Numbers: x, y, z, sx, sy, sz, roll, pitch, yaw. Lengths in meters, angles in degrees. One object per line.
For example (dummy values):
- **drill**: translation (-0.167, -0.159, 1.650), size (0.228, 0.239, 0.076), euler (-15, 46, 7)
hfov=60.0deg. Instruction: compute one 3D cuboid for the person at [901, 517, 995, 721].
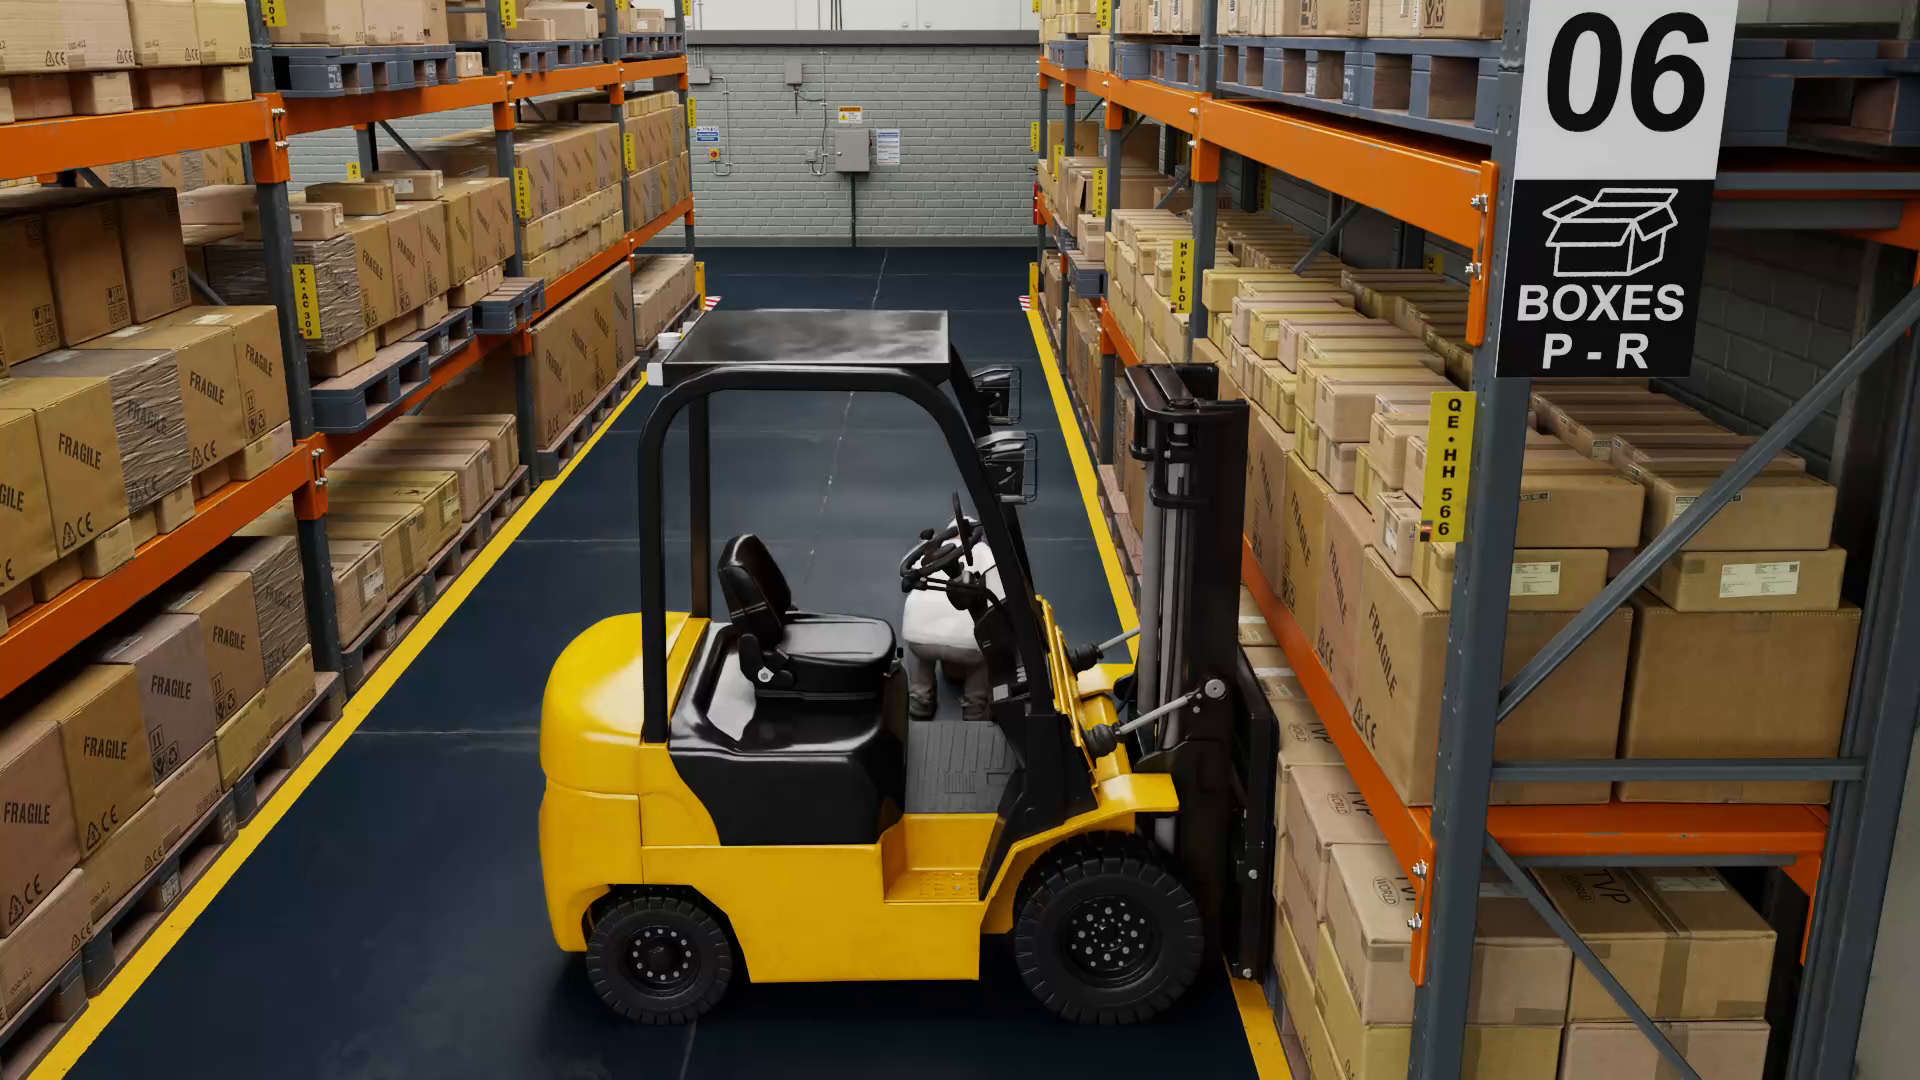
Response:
- **person**: translation (-0.028, 0.408, 7.960), size (0.534, 0.869, 0.942), euler (3, 17, 11)
